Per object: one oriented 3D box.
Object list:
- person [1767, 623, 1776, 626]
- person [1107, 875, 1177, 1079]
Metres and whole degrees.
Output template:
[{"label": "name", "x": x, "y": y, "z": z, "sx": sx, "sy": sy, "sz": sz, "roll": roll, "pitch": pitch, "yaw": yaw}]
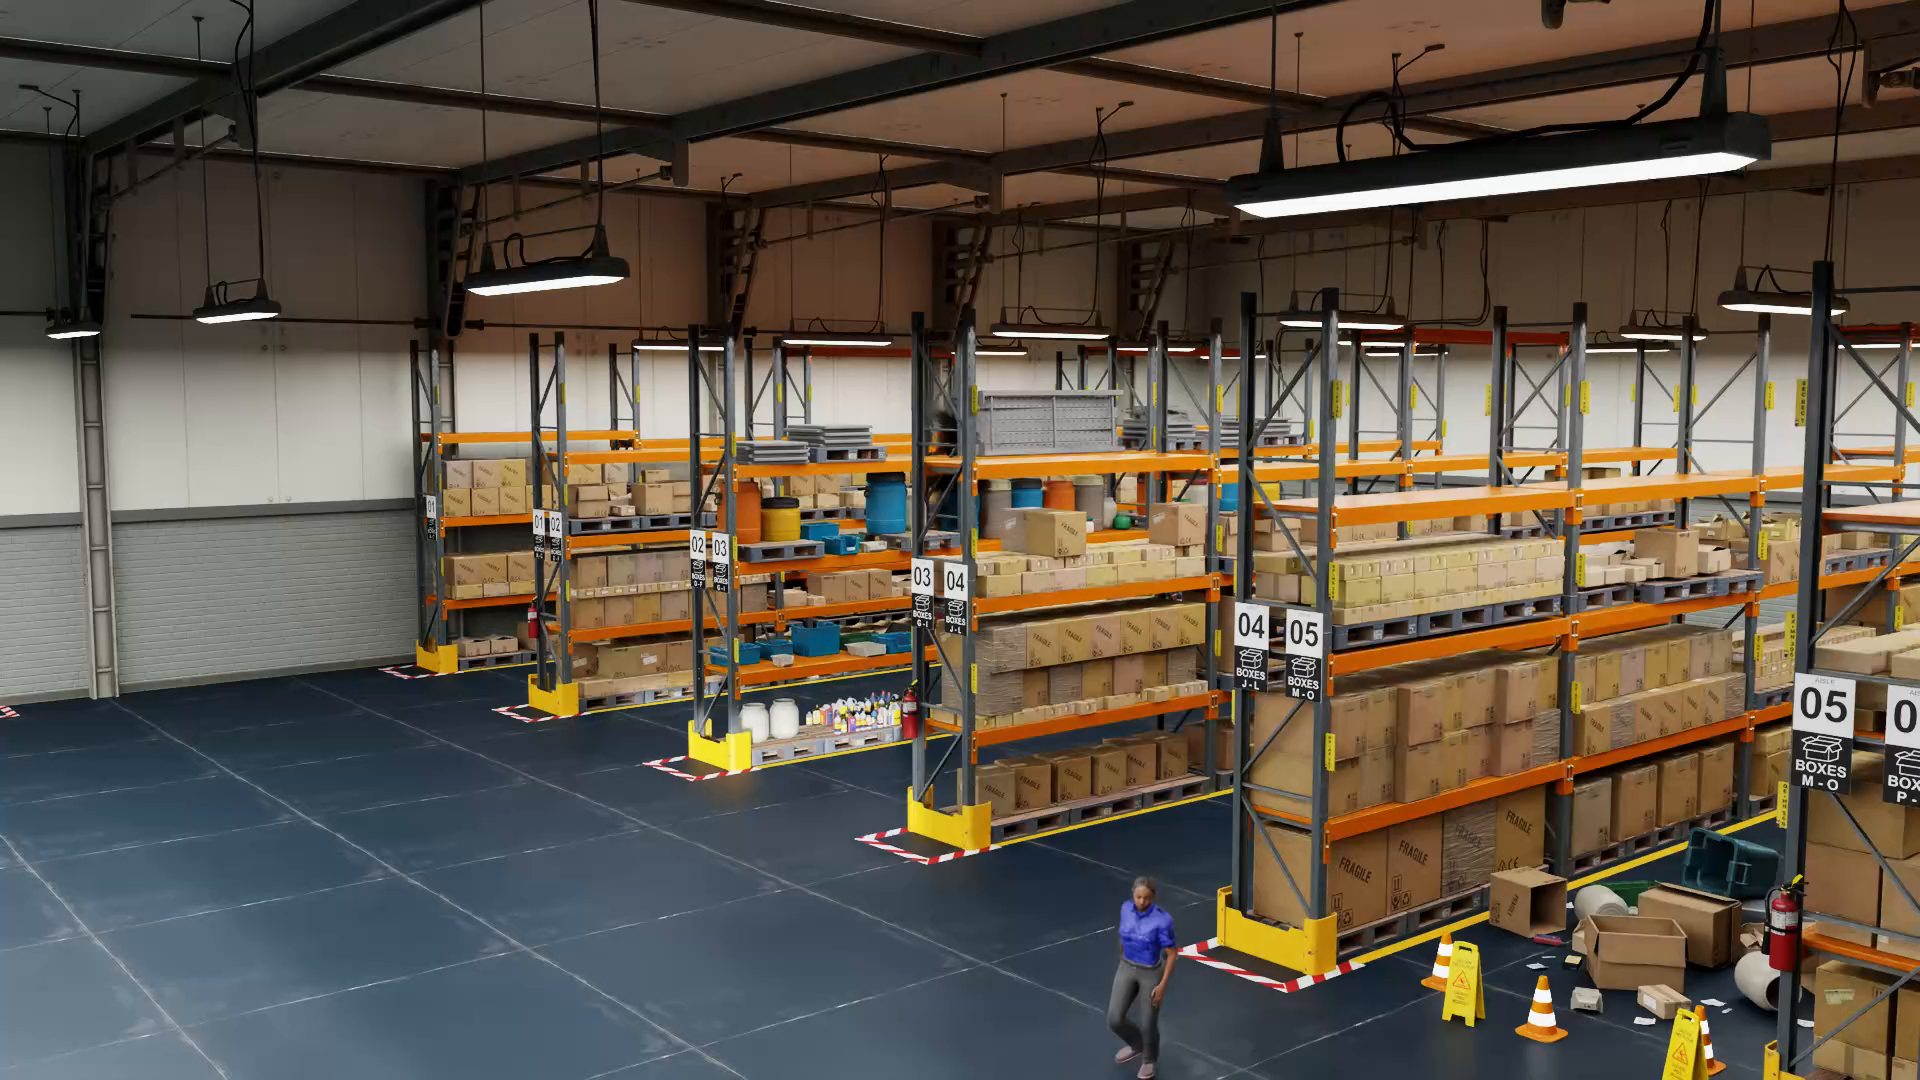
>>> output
[{"label": "person", "x": 12.209, "y": 2.036, "z": 25.031, "sx": 0.825, "sy": 1.607, "sz": 0.531, "roll": -4, "pitch": 7, "yaw": -37}, {"label": "person", "x": 1.352, "y": 3.232, "z": 12.297, "sx": 0.578, "sy": 1.613, "sz": 0.609, "roll": 3, "pitch": 6, "yaw": 29}]
